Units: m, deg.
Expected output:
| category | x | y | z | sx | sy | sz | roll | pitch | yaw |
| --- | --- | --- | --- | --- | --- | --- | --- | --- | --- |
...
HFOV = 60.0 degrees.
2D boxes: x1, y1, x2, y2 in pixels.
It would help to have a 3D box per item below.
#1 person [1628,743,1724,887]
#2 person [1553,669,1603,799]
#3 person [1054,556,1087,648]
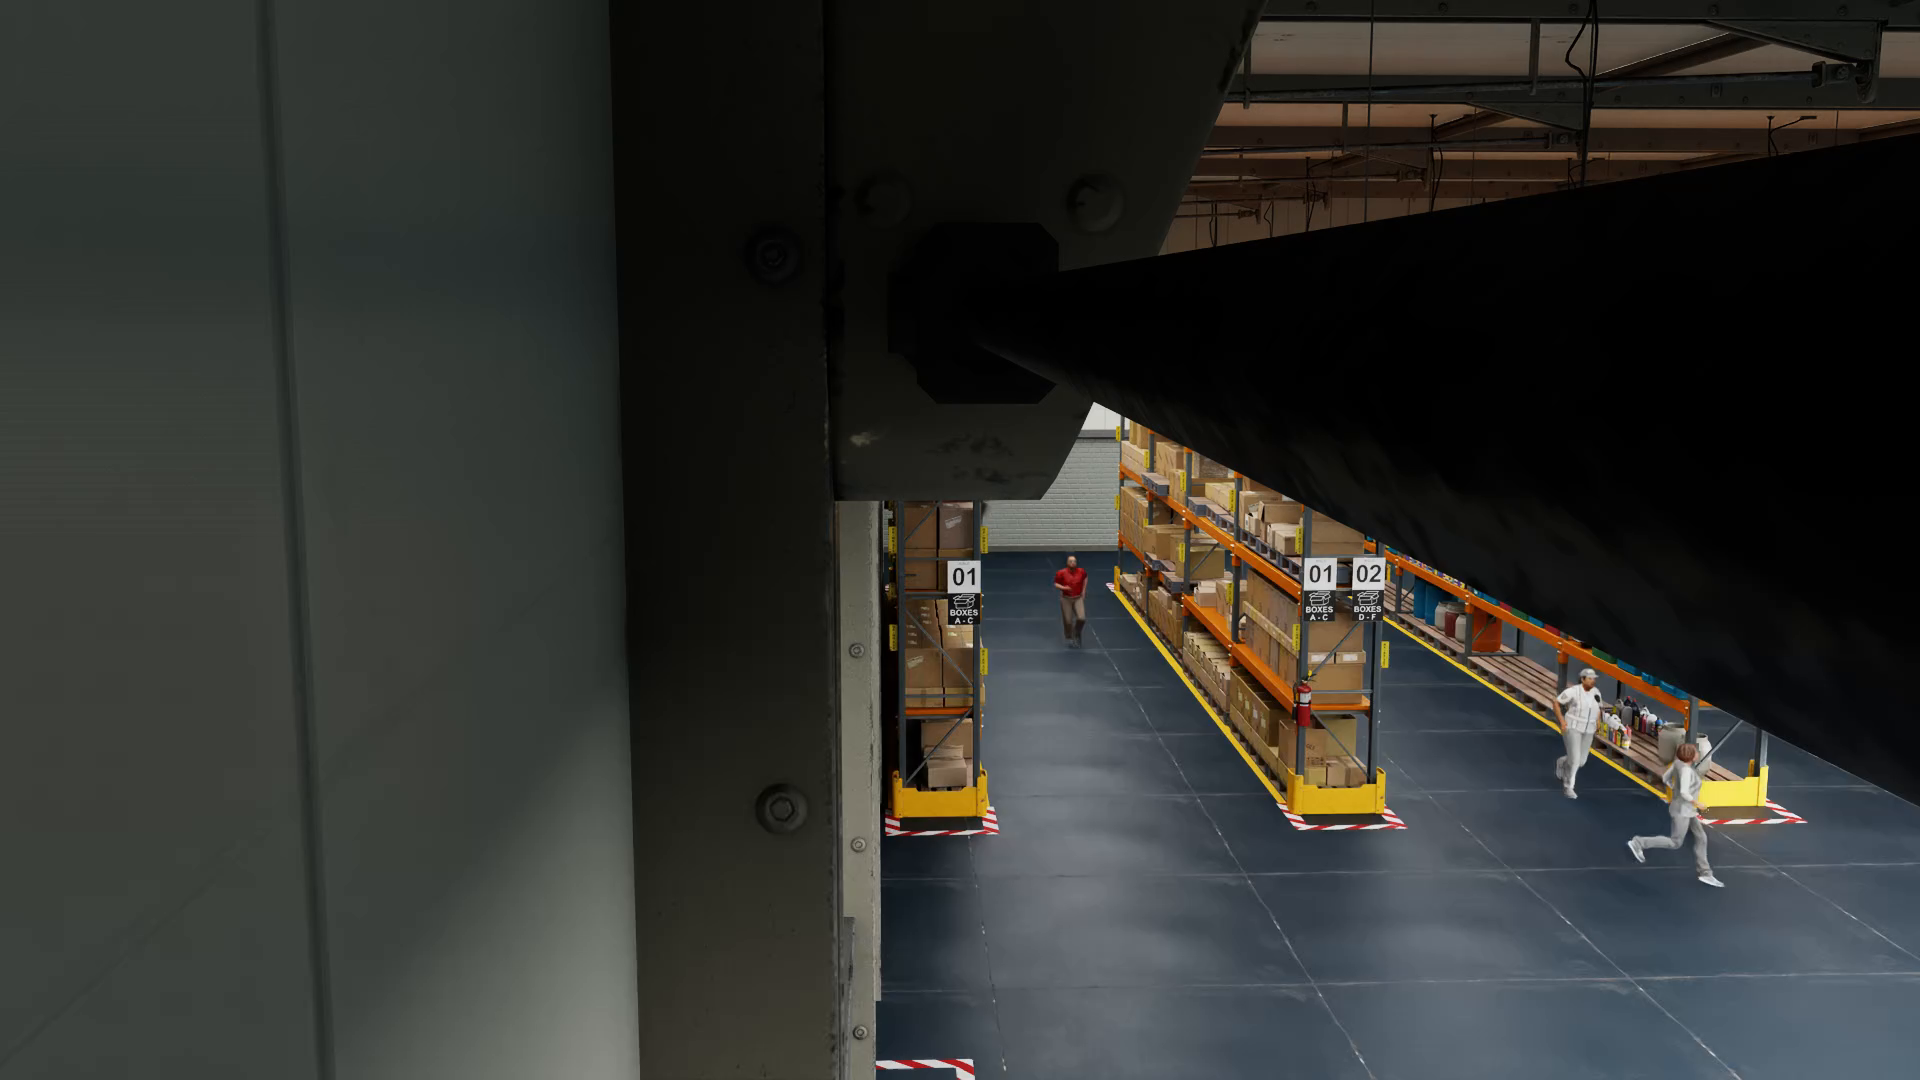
| category | x | y | z | sx | sy | sz | roll | pitch | yaw |
| --- | --- | --- | --- | --- | --- | --- | --- | --- | --- |
| person | 7.830 | 2.979 | 18.115 | 0.990 | 1.585 | 0.516 | 3 | 9 | 22 |
| person | 8.009 | 2.460 | 21.546 | 0.646 | 1.637 | 0.743 | -1 | 8 | -9 |
| person | 2.038 | 1.132 | 30.361 | 0.650 | 1.720 | 0.738 | -1 | 8 | -7 |
